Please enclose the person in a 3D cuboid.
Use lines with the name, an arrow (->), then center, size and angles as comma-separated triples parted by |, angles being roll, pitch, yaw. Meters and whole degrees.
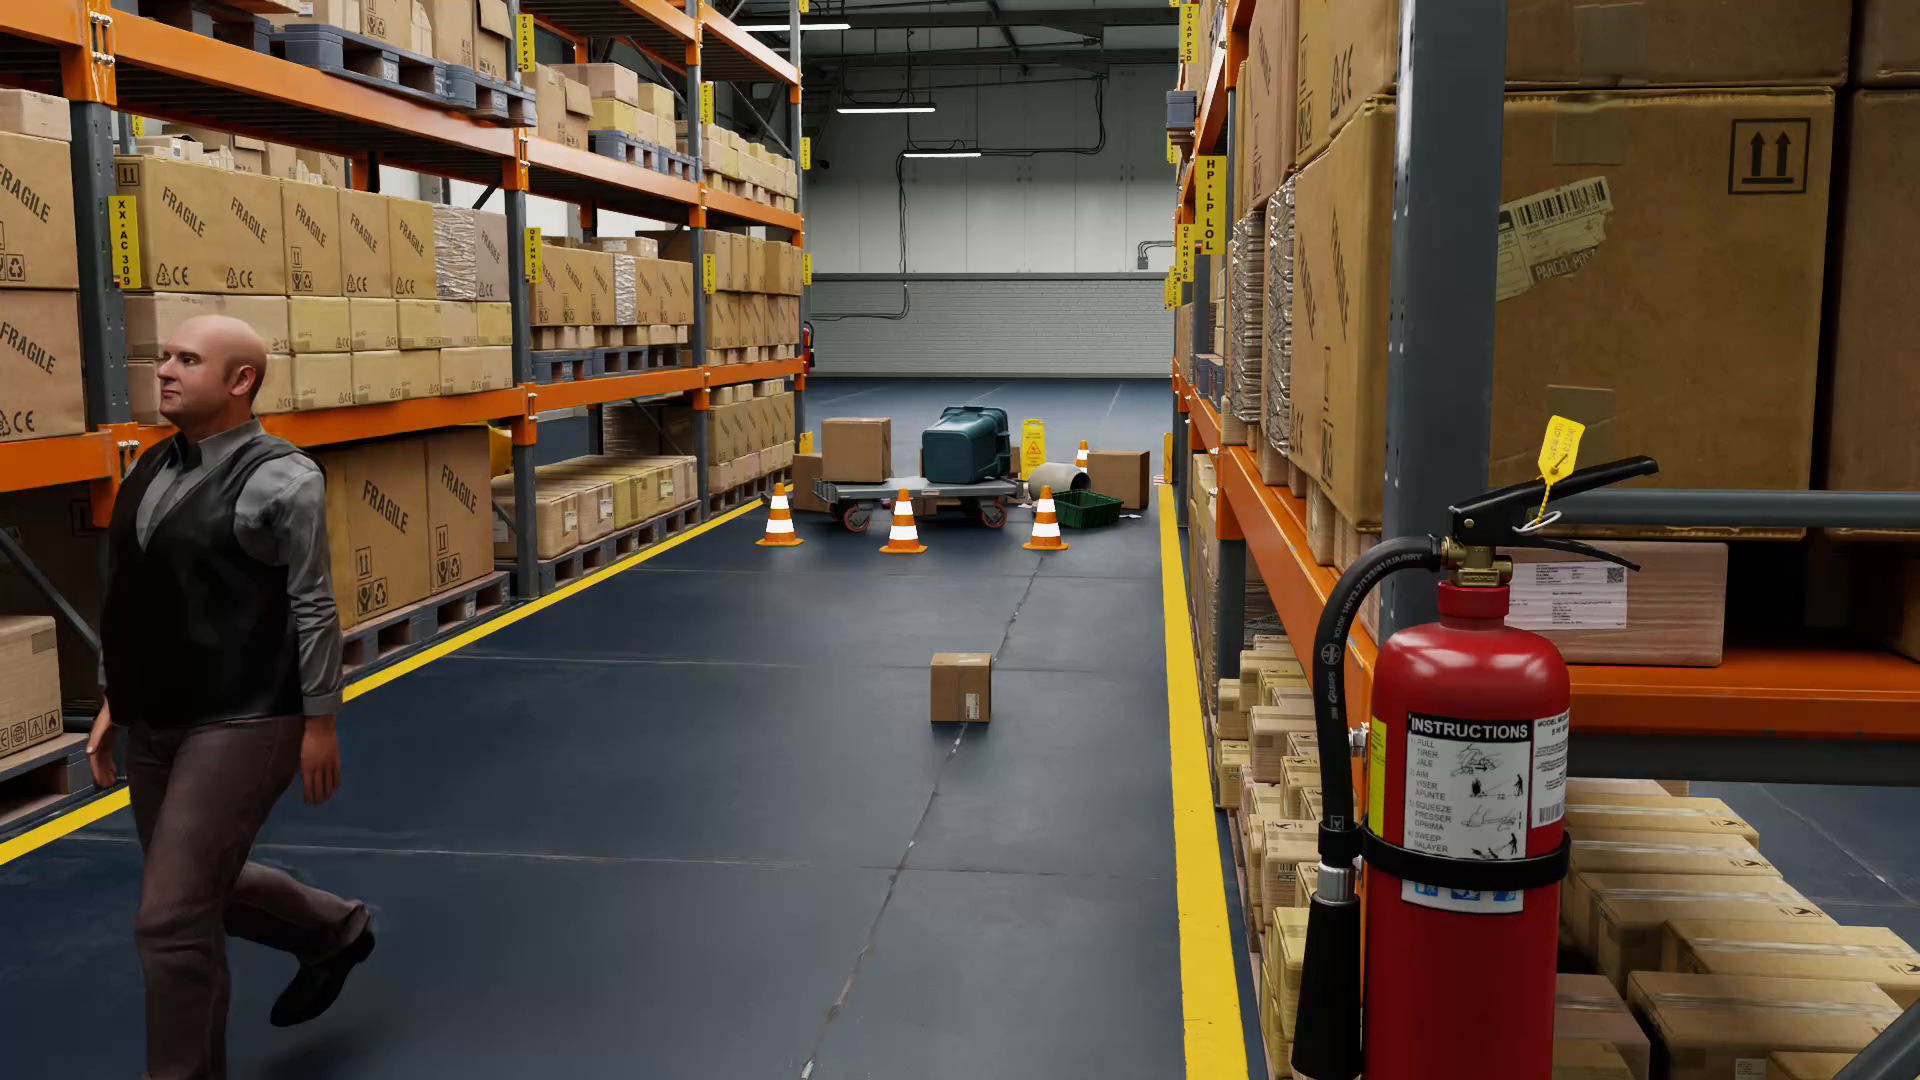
person -> -1.565, 0.377, 3.515 | 0.543, 1.691, 0.892 | 4, 9, 28
